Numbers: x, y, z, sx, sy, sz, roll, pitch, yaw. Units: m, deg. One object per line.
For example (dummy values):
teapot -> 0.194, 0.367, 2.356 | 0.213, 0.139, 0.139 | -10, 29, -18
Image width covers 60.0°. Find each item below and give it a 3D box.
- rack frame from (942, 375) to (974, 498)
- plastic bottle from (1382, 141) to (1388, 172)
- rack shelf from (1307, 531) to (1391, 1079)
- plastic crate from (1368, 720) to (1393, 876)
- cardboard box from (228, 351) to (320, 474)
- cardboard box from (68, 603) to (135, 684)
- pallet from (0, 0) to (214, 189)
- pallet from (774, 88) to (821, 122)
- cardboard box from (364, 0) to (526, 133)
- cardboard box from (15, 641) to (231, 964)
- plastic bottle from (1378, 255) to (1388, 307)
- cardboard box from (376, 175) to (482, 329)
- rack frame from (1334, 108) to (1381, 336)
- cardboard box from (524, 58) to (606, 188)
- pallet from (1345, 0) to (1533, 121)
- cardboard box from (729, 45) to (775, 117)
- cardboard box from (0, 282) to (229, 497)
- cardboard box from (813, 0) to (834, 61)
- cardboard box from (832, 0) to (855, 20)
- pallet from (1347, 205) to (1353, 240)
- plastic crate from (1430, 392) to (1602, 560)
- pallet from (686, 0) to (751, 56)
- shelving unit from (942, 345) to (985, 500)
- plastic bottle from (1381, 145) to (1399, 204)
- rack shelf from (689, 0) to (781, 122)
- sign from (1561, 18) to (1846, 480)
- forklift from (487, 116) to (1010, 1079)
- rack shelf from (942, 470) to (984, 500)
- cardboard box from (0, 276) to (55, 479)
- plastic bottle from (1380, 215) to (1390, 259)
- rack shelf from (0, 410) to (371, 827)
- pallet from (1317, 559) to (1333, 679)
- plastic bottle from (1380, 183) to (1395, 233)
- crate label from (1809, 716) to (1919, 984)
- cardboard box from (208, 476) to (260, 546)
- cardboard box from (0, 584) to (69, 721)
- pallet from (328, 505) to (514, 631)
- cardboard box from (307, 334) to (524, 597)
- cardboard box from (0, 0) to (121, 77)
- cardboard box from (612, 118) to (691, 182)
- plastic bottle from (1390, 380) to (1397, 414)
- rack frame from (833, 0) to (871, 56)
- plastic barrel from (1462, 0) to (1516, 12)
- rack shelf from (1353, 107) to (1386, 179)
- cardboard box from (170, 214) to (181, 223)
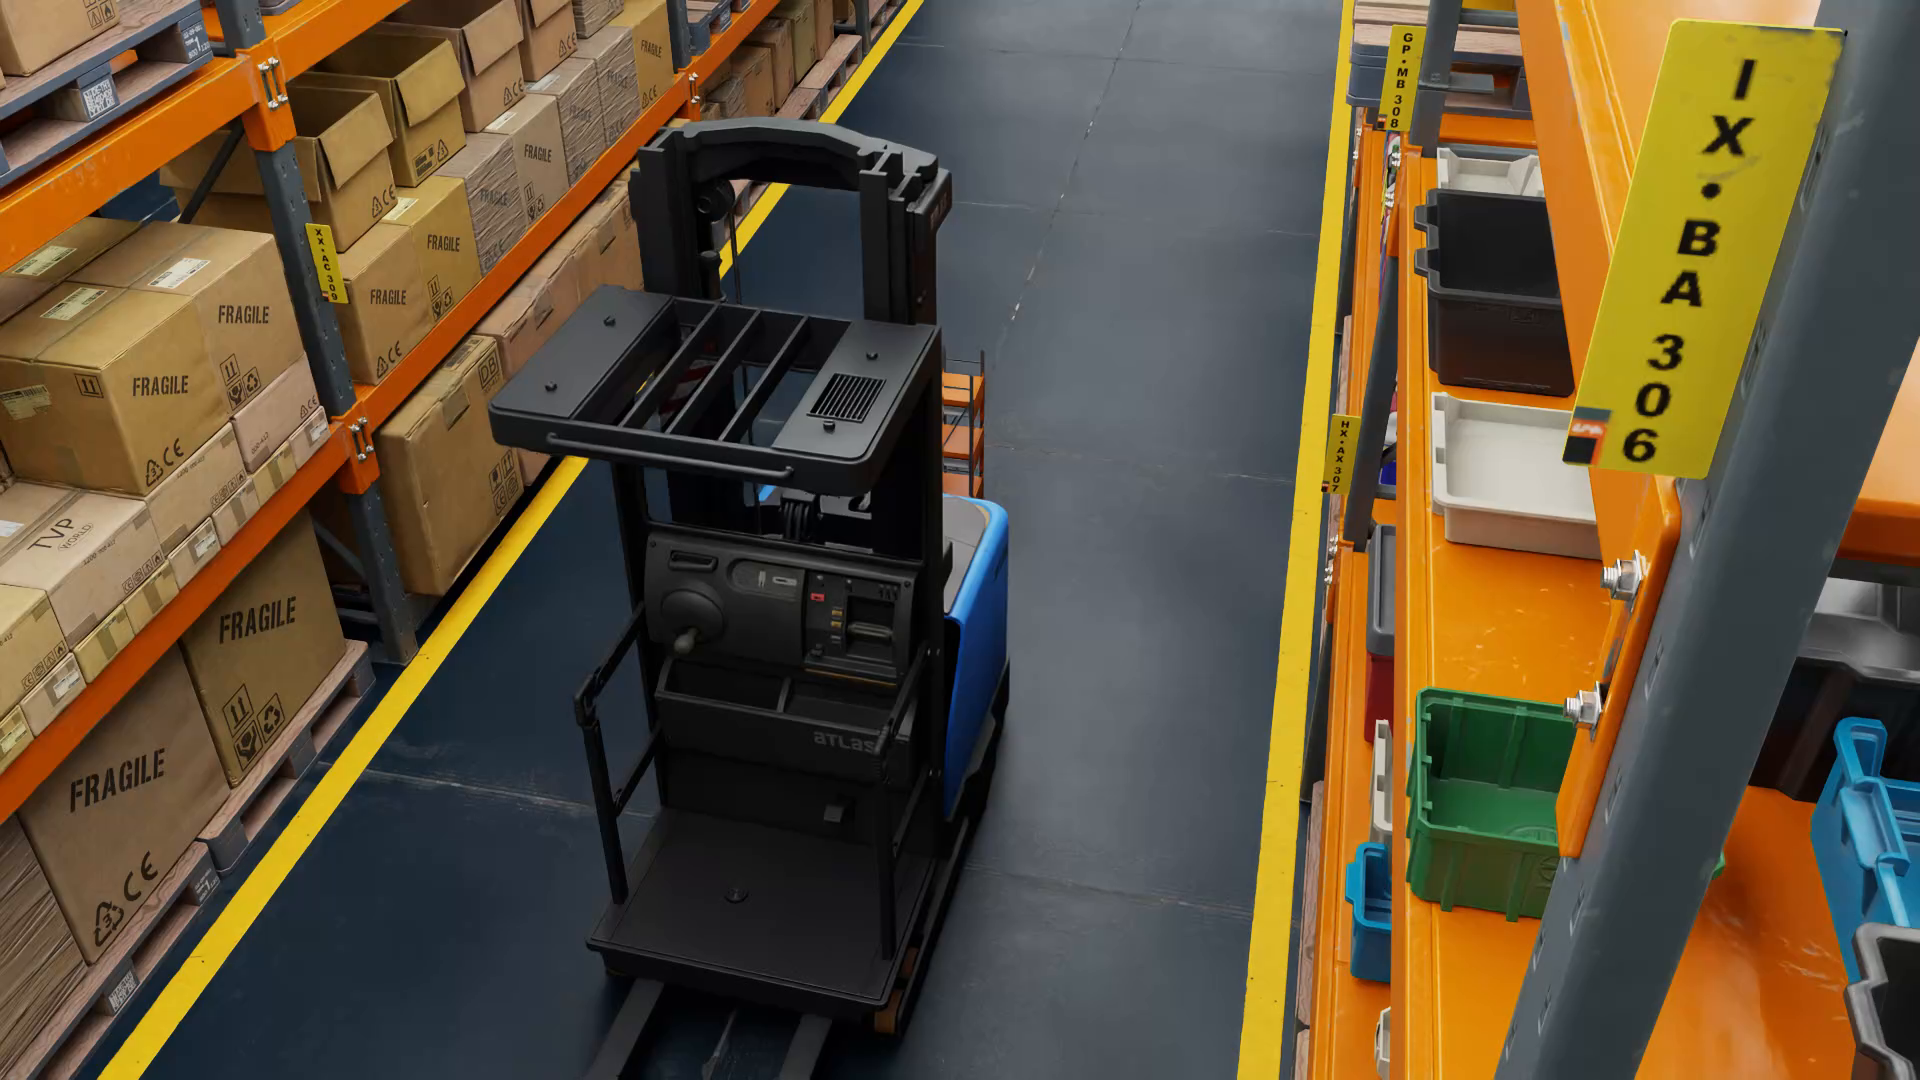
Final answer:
rack frame -> -0.038, -0.324, 7.803 | 0.200, 1.050, 0.008 | 7, 37, 10
plastic bottle -> 2.256, -2.004, 8.628 | 0.097, 0.201, 0.097 | 0, 36, 0
rack shelf -> 1.455, 1.321, 4.485 | 1.077, 0.370, 4.000 | 7, 37, 10
plastic crate -> 1.376, 0.759, 4.697 | 0.437, 0.282, 0.530 | 7, 37, 10
cardboard box -> -2.795, -0.512, 6.274 | 0.500, 0.250, 0.500 | 7, 36, 9
cardboard box -> -2.976, 0.316, 5.472 | 0.380, 0.149, 0.250 | 7, 36, 9
pallet -> -3.142, -1.449, 5.213 | 1.003, 0.211, 1.213 | 7, 37, 10
pallet -> -1.671, -3.047, 12.275 | 1.003, 0.211, 1.213 | 7, 37, 10
cardboard box -> -2.553, -2.302, 7.931 | 0.797, 0.503, 0.637 | 8, 37, 11
cardboard box -> -3.368, 0.836, 5.993 | 0.875, 0.875, 0.875 | 7, 37, 10
plastic bottle -> 1.919, -1.184, 7.426 | 0.061, 0.283, 0.133 | 7, 37, 10
cardboard box -> -2.508, -1.299, 7.402 | 0.500, 0.500, 0.500 | 7, 37, 10
rack frame -> 2.736, -2.410, 9.020 | 1.000, 3.000, 0.127 | 7, 37, 10
cardboard box -> -2.186, -2.175, 8.609 | 0.500, 0.500, 0.500 | 6, 36, 8
pallet -> 1.954, -1.717, 5.668 | 1.213, 0.211, 1.003 | 7, 37, 10
cardboard box -> -1.758, -3.229, 11.905 | 0.700, 0.500, 0.500 | 10, 37, 14
cardboard box -> -2.905, -0.518, 5.644 | 0.500, 0.500, 0.500 | 8, 37, 10
cardboard box -> -1.400, -4.141, 13.163 | 0.700, 0.500, 0.500 | 5, 36, 6
cardboard box -> -1.123, -4.707, 13.960 | 0.500, 0.500, 0.500 | 6, 36, 9
pallet -> 2.940, -1.721, 10.444 | 1.003, 0.211, 1.213 | 7, 37, 10
plastic crate -> 1.227, -0.148, 3.566 | 0.437, 0.136, 0.530 | 7, 37, 10
pallet -> -2.054, -3.376, 10.515 | 1.213, 0.211, 1.003 | 7, 37, 10
shelving unit -> -0.011, -0.394, 7.900 | 0.215, 1.050, 0.252 | 7, 37, 10
plastic bottle -> 2.156, -1.819, 8.304 | 0.061, 0.283, 0.133 | 7, 37, 10
rack shelf -> -1.675, -3.887, 11.670 | 1.077, 0.370, 4.000 | 7, 37, 10
sign -> 0.487, -0.182, 1.108 | 0.100, 0.325, 0.005 | 7, 37, 10
forklift -> -0.655, 0.298, 5.342 | 1.130, 2.935, 3.031 | 9, 37, 12
rack shelf -> -0.011, -0.161, 8.069 | 0.215, 0.259, 0.240 | 7, 37, 10
cardboard box -> -3.421, -0.578, 5.726 | 0.500, 0.500, 0.500 | 7, 37, 10
plastic bottle -> 2.030, -1.426, 7.771 | 0.097, 0.271, 0.097 | 0, 36, 0
rack shelf -> -3.384, 0.700, 5.341 | 1.077, 0.370, 4.000 | 7, 37, 10
pallet -> 2.088, 0.575, 7.277 | 1.003, 0.211, 1.213 | 7, 37, 10
plastic bottle -> 2.100, -1.614, 8.030 | 0.097, 0.271, 0.097 | 0, 36, 0
crate label -> 1.540, 0.533, 2.529 | 0.408, 0.251, 0.502 | 7, 37, 10
cardboard box -> -2.812, -0.126, 6.082 | 0.380, 0.149, 0.250 | 7, 36, 9
cardboard box -> -3.123, 0.368, 5.061 | 0.500, 0.250, 0.500 | 7, 36, 9
pallet -> -2.865, -0.061, 8.154 | 1.003, 0.211, 1.213 | 7, 37, 10
cardboard box -> -2.840, -0.417, 7.722 | 1.225, 0.875, 0.875 | 7, 37, 10
cardboard box -> -3.065, -1.748, 5.021 | 0.700, 0.500, 0.500 | 5, 36, 7
cardboard box -> -2.270, -1.948, 9.834 | 1.225, 0.875, 0.875 | 6, 36, 8
plastic bottle -> 1.655, -0.475, 6.449 | 0.061, 0.283, 0.133 | 7, 37, 10
rack frame -> -1.248, -5.325, 13.041 | 1.000, 3.000, 0.127 | 7, 37, 10
plastic barrel -> 1.879, -2.127, 5.554 | 0.600, 0.588, 0.600 | 0, 36, 0
rack shelf -> 3.164, -3.266, 10.813 | 1.077, 0.370, 4.000 | 7, 37, 10
cardboard box -> -3.124, -1.081, 7.100 | 0.500, 0.500, 0.500 | 7, 37, 10
